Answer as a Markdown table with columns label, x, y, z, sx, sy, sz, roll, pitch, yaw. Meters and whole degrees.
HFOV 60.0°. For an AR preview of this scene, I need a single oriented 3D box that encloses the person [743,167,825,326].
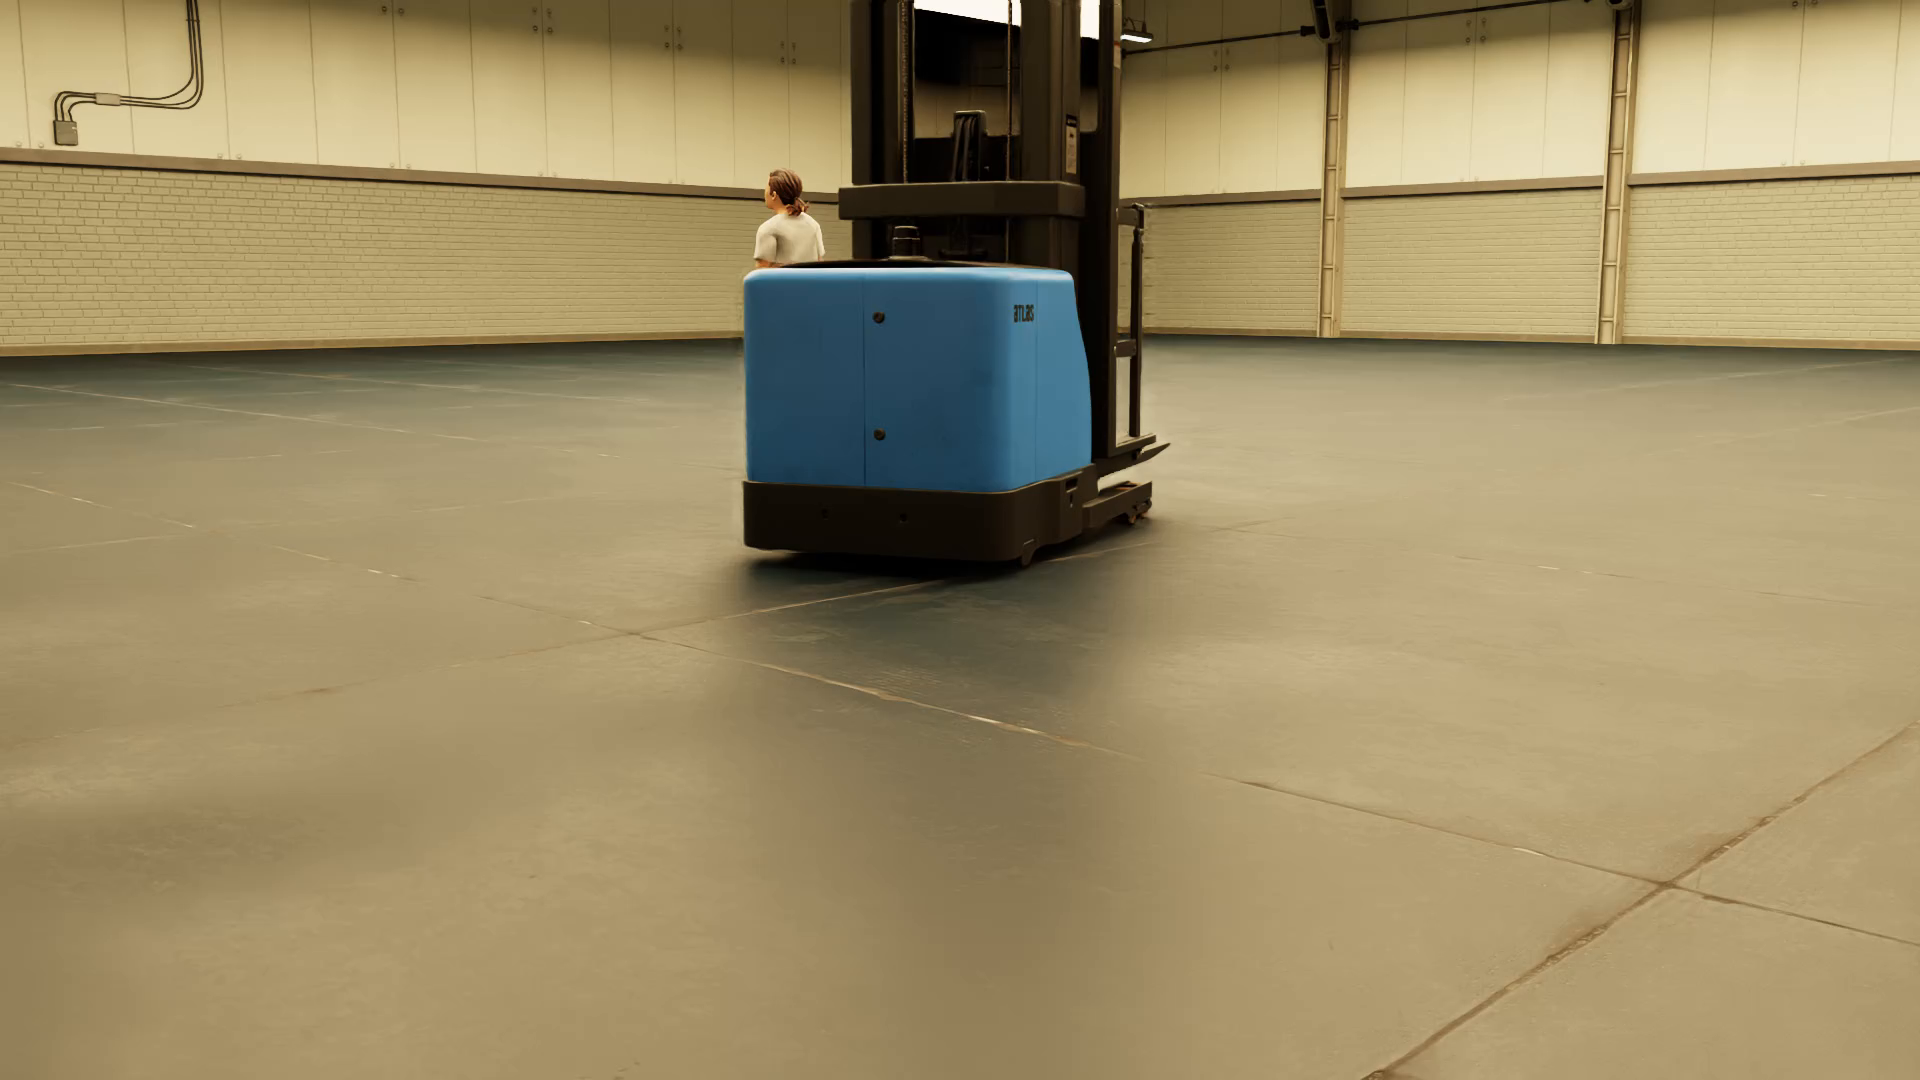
| label | x | y | z | sx | sy | sz | roll | pitch | yaw |
| --- | --- | --- | --- | --- | --- | --- | --- | --- | --- |
| person | -1.046 | -1.285 | 9.575 | 0.548 | 1.673 | 0.550 | 8 | 12 | 44 |

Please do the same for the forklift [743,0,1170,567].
| label | x | y | z | sx | sy | sz | roll | pitch | yaw |
| --- | --- | --- | --- | --- | --- | --- | --- | --- | --- |
| forklift | 0.210 | -1.536 | 7.072 | 1.130 | 2.935 | 3.031 | 3 | 9 | 21 |
